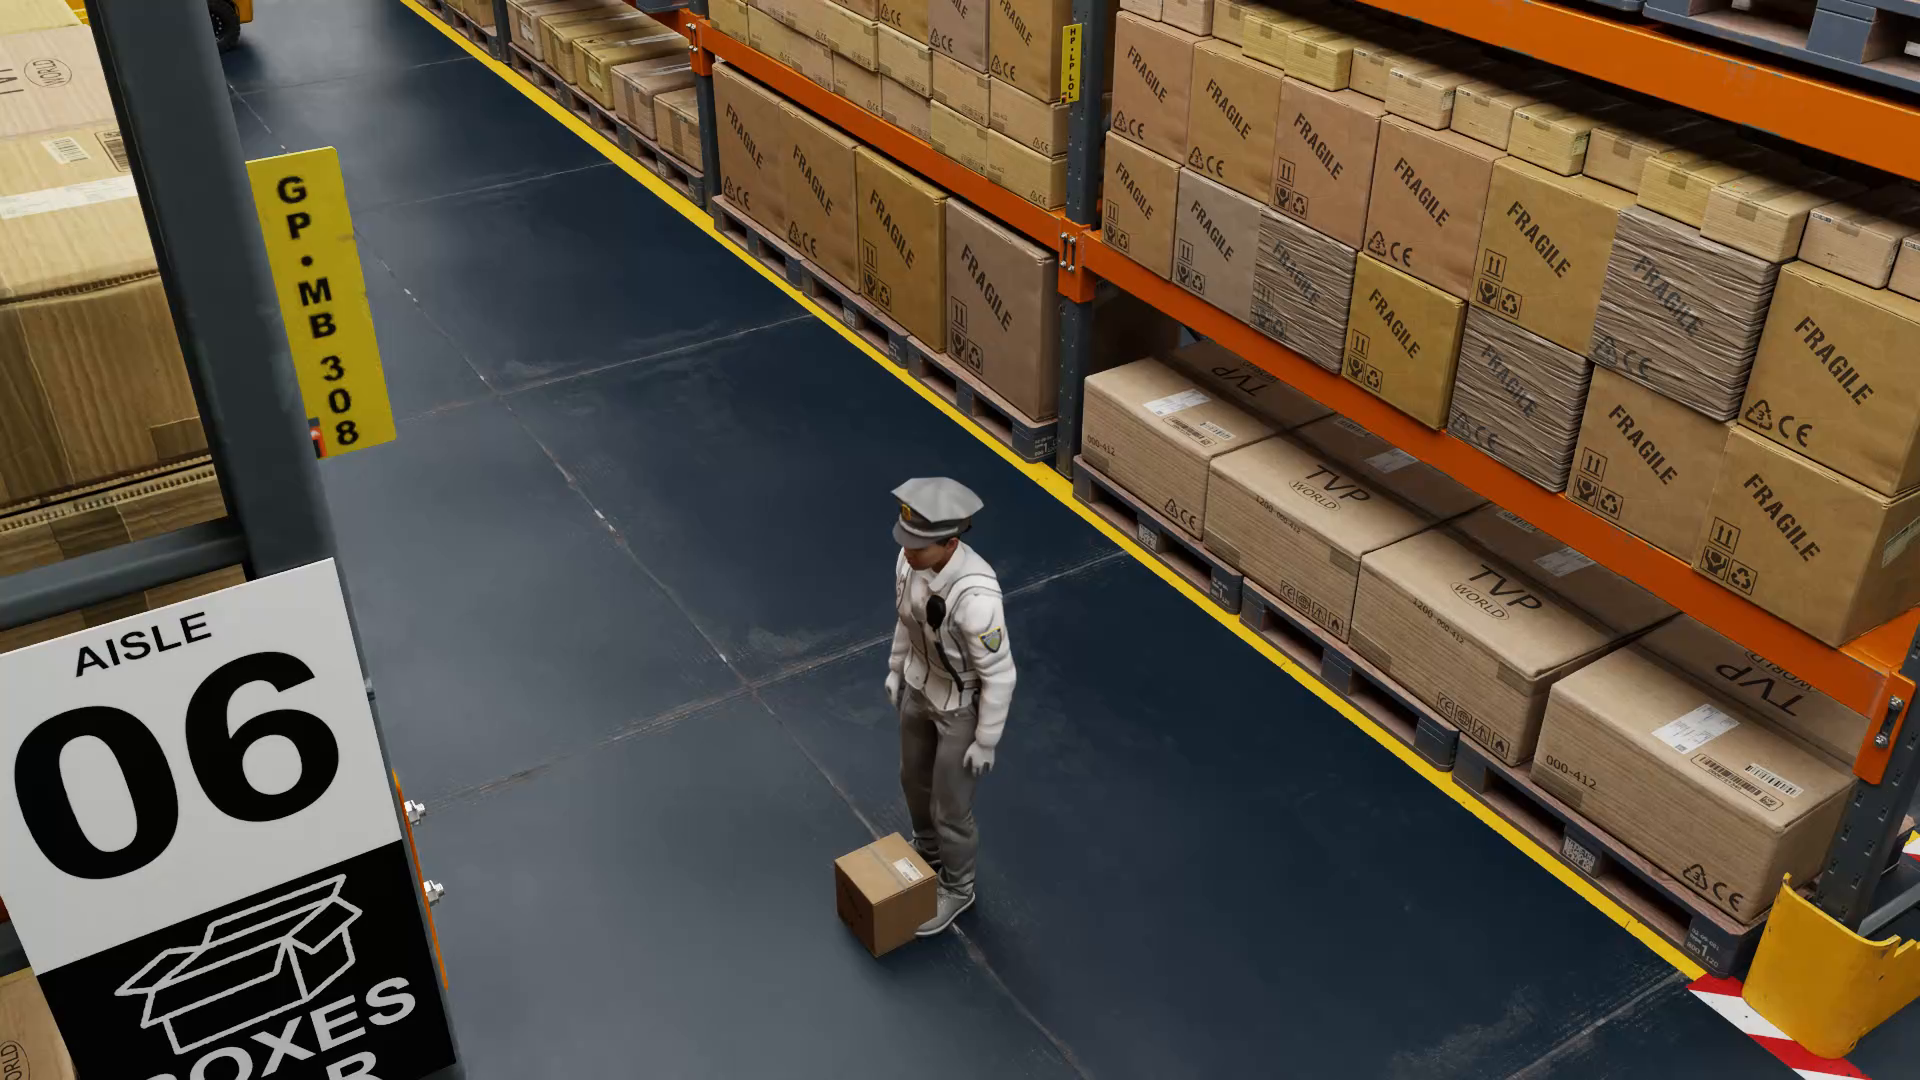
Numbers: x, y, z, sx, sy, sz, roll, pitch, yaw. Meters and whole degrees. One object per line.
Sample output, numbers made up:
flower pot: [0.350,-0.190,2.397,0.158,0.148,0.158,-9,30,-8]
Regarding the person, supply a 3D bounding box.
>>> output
person: [-0.060,0.532,5.308,0.412,1.666,0.547,-22,39,-30]
